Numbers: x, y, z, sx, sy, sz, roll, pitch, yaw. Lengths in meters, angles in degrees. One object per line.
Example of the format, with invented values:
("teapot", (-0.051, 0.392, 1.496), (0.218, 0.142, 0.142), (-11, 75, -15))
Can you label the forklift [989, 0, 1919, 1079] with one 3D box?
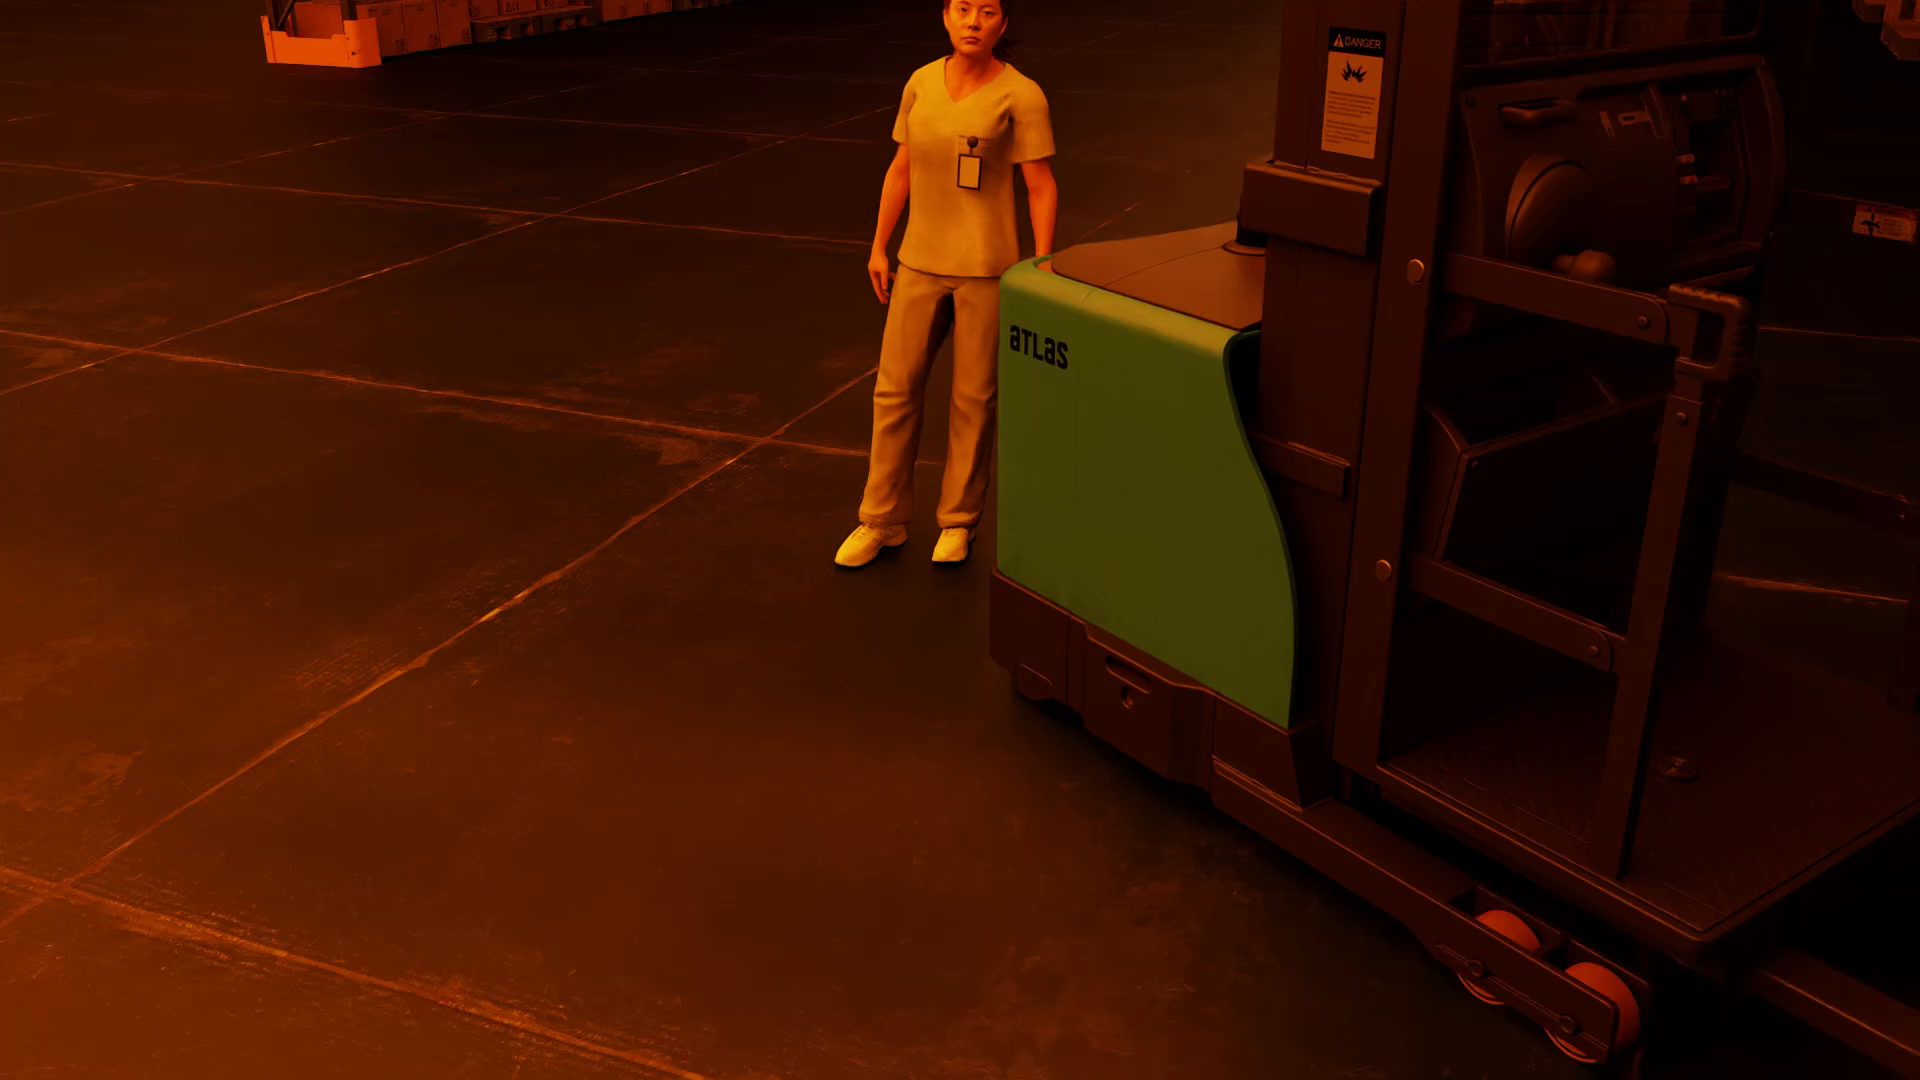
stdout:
("forklift", (1.342, -0.653, 2.855), (1.130, 2.935, 3.031), (-16, 27, -33))

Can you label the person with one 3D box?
("person", (-0.025, -0.739, 4.685), (0.571, 1.675, 0.521), (8, 24, 19))
